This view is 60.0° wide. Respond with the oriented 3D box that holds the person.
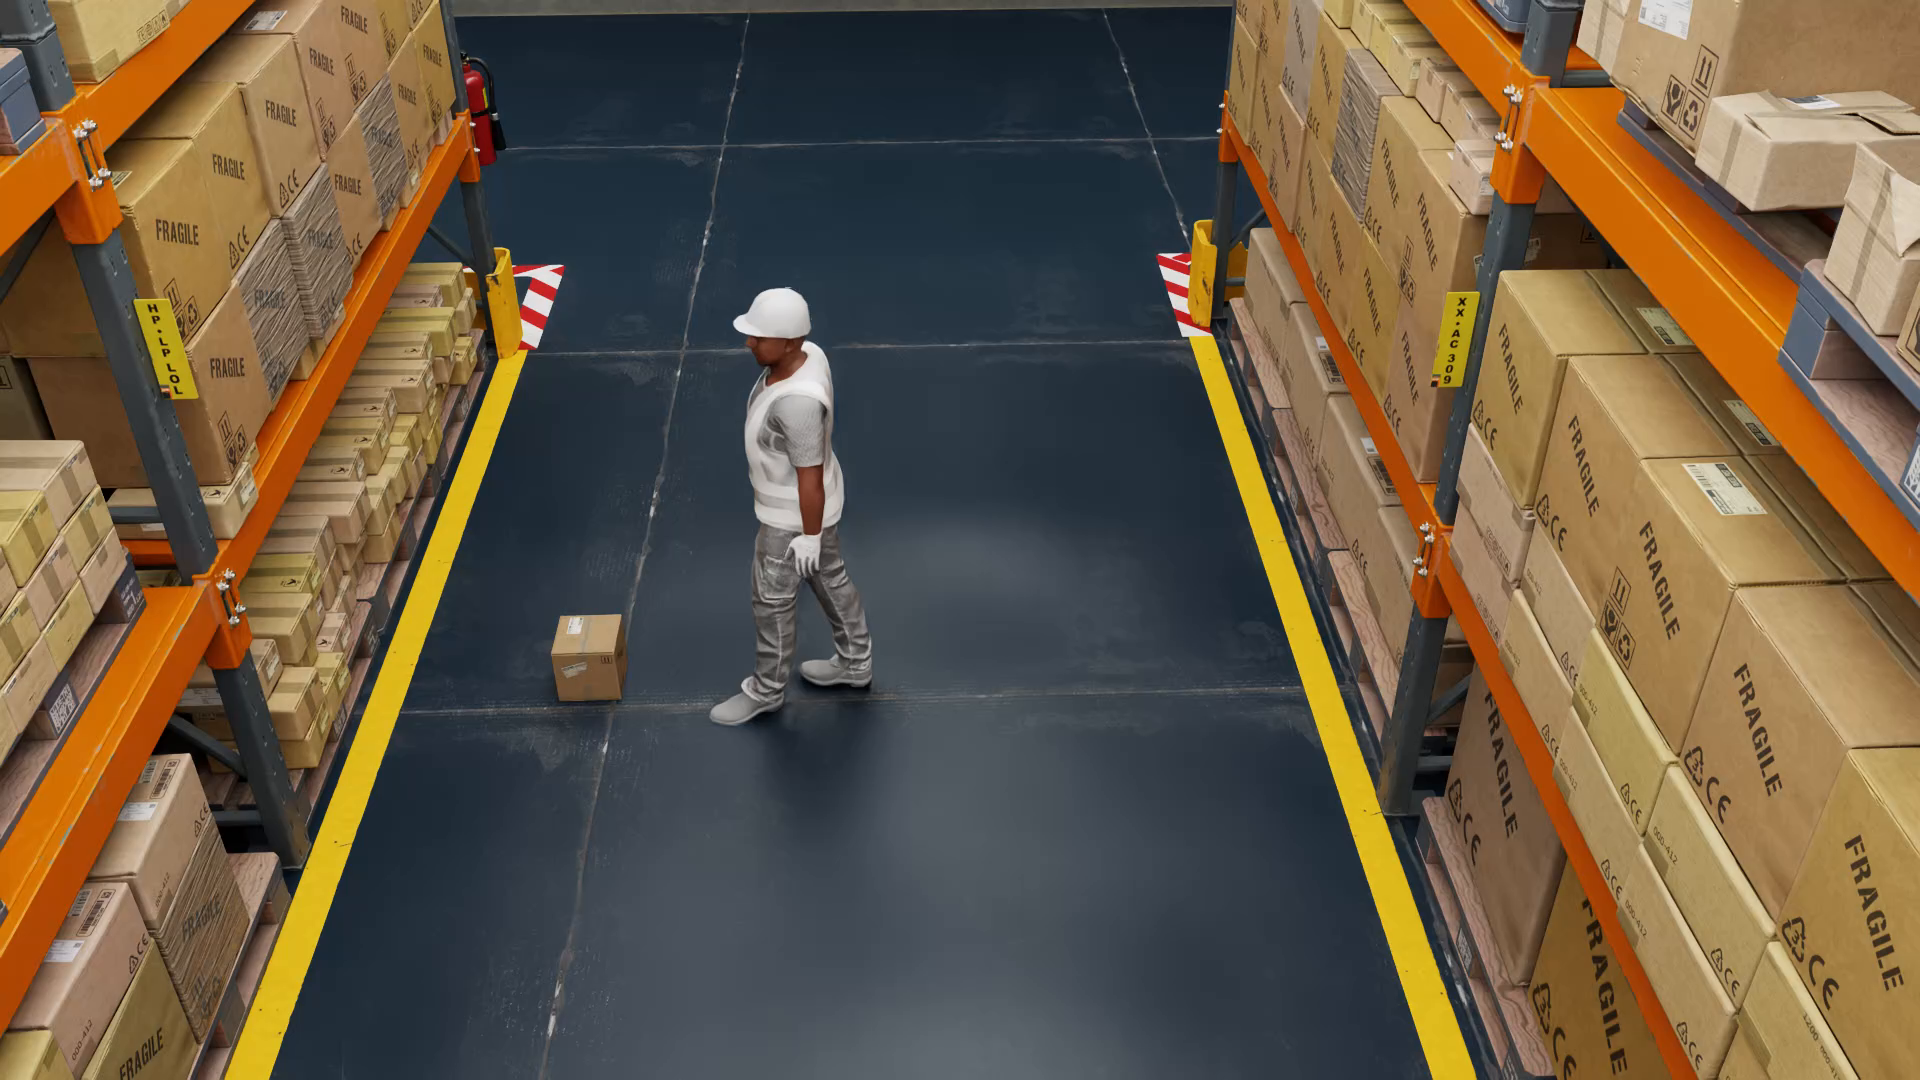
[{"bbox_3d":[-0.678,-0.130,6.304,0.640,1.801,0.586,1,35,1],"label":"person"}]
